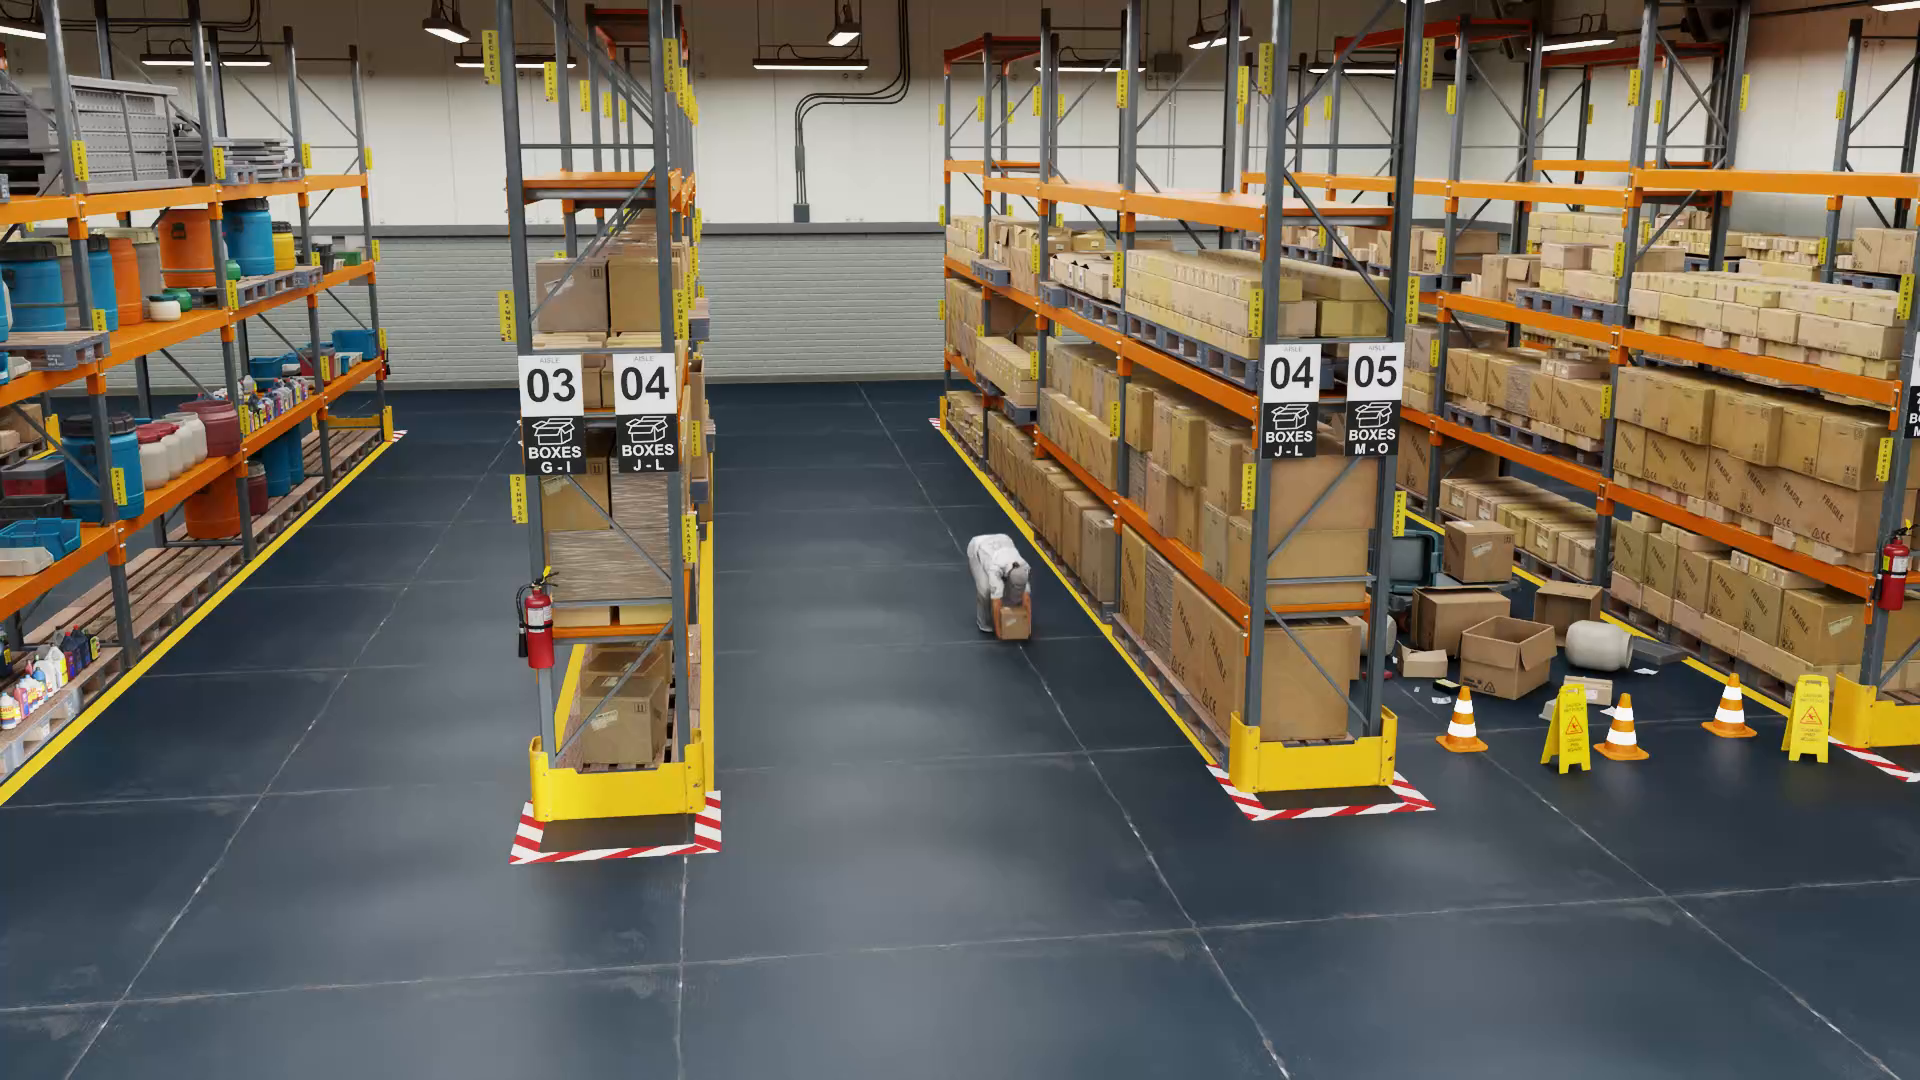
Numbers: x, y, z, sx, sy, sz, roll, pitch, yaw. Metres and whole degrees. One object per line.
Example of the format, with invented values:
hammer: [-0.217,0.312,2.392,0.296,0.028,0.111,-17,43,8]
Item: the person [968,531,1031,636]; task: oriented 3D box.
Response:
person: [0.400,0.416,15.829,0.496,0.927,0.936,-5,14,-21]
